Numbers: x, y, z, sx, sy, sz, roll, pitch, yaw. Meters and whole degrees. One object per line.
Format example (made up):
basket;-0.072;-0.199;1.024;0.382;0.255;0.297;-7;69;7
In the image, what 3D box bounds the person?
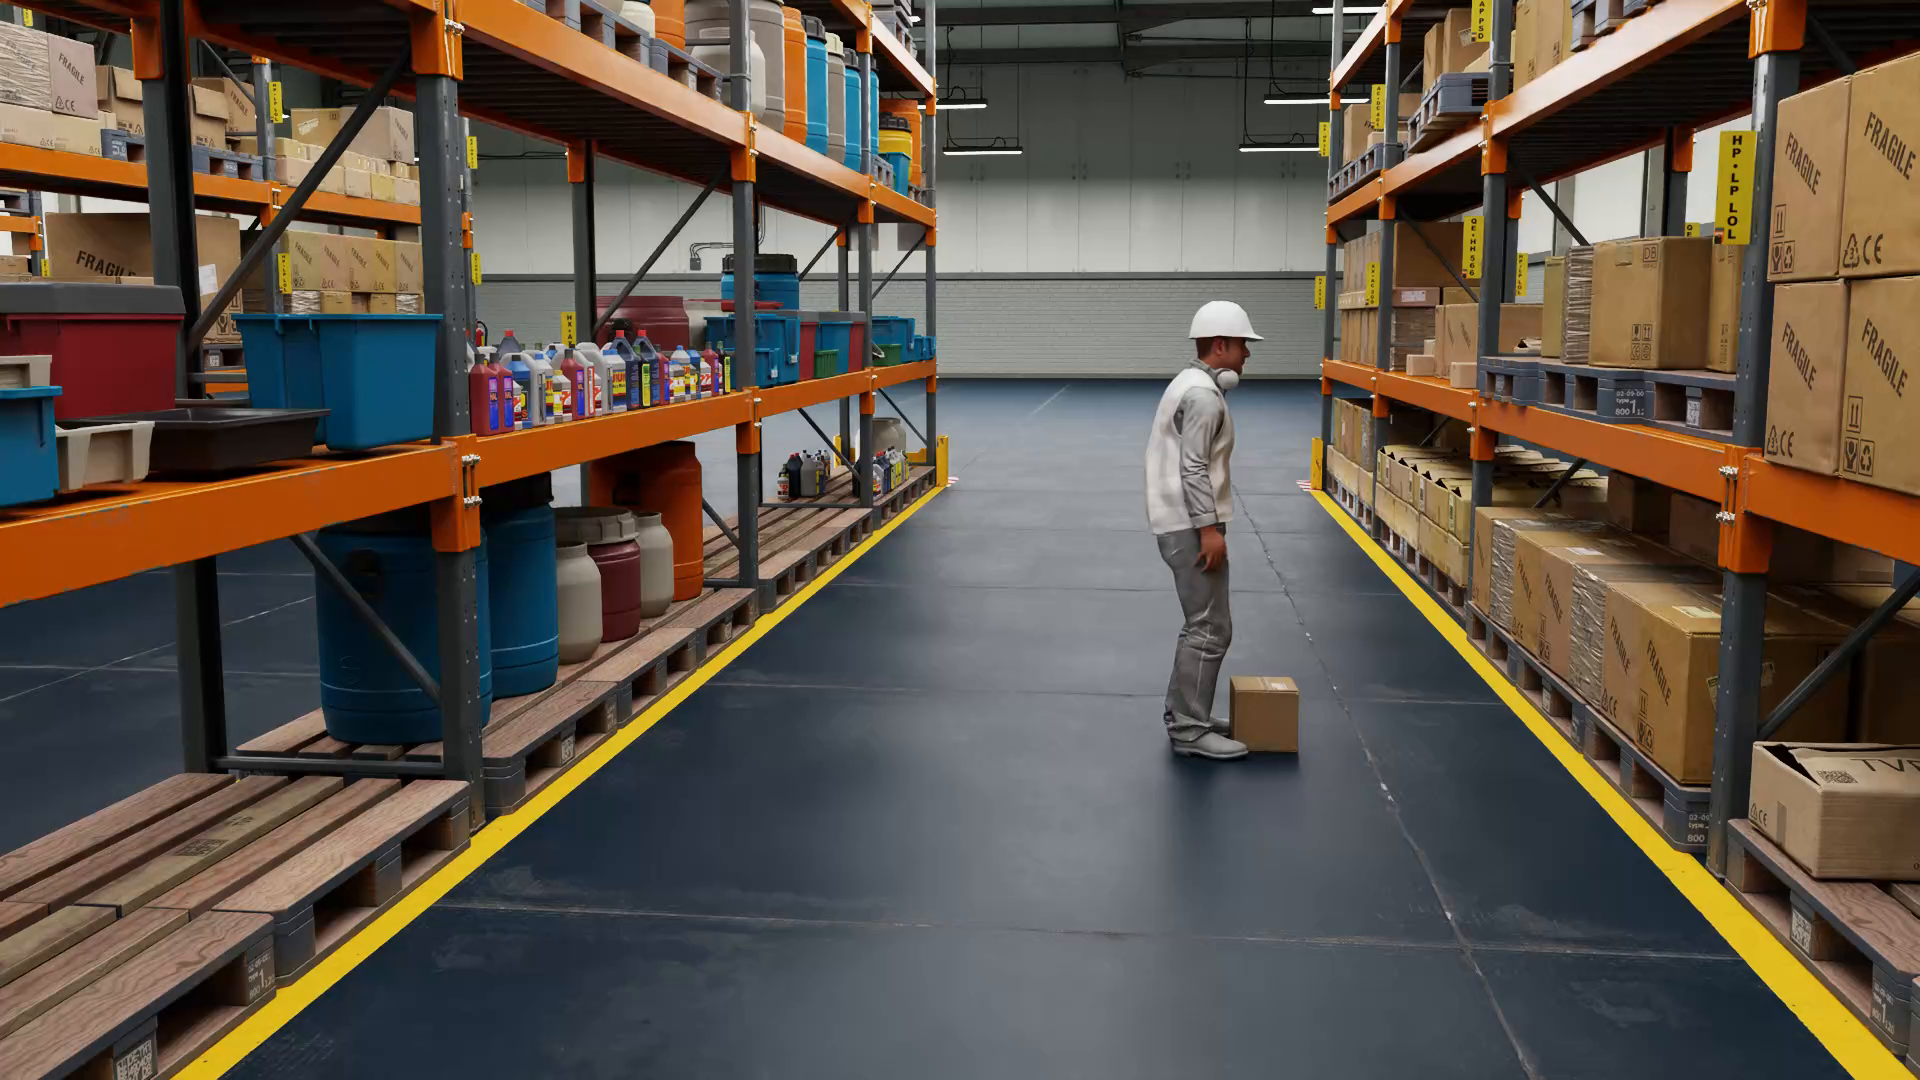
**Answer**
person;0.960;-0.055;6.611;0.463;1.770;0.578;1;8;6
